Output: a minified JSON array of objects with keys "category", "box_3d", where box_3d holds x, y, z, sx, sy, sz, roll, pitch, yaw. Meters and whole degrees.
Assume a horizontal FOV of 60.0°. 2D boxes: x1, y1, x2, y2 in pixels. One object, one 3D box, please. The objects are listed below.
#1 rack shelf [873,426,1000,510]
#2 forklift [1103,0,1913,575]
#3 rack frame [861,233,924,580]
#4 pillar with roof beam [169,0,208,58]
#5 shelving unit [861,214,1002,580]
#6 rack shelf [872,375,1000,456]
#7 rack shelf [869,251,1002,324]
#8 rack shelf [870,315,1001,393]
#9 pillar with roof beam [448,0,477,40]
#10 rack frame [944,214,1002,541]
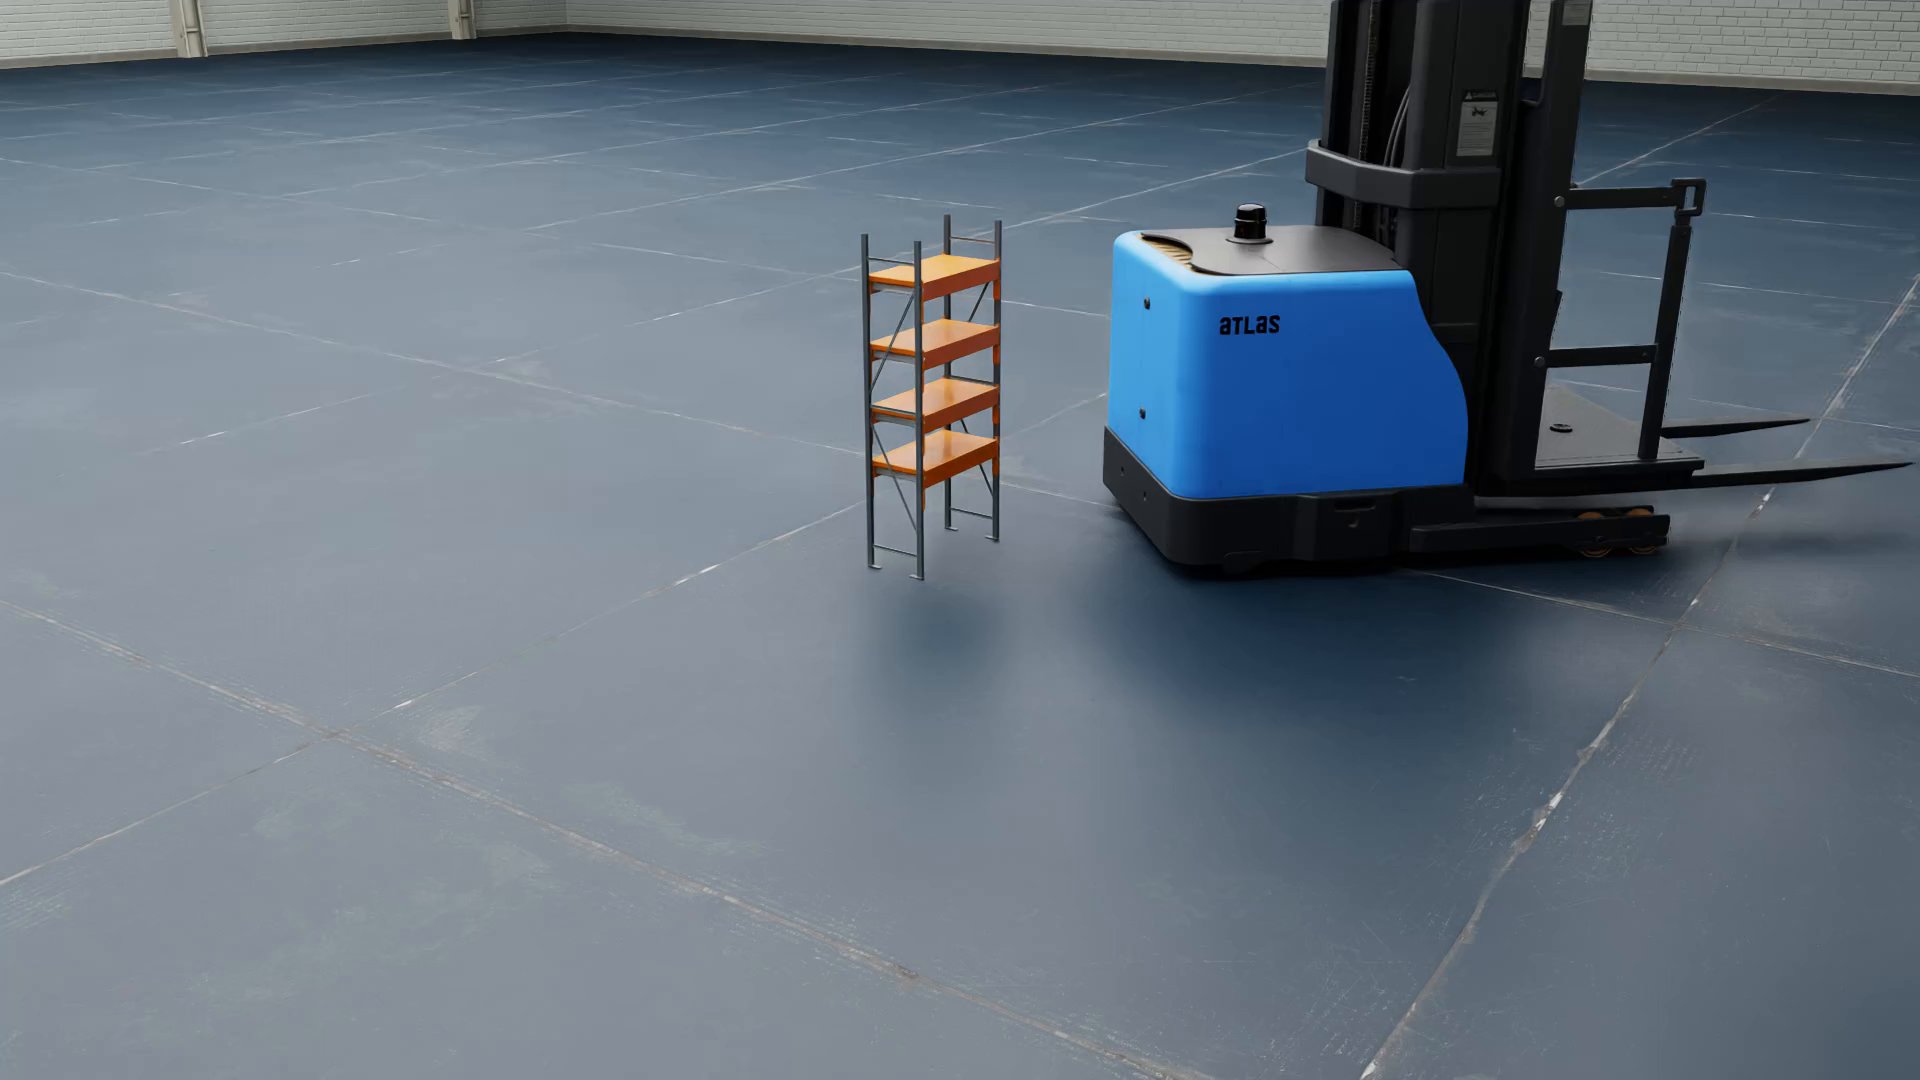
[{"category":"rack shelf","box_3d":[-0.093,-0.266,6.021,0.258,0.148,0.480,13,24,32]},{"category":"forklift","box_3d":[2.141,-1.485,6.054,3.031,2.935,1.130,-4,21,-10]},{"category":"rack frame","box_3d":[-0.230,-0.445,5.739,0.240,1.200,0.015,13,24,32]},{"category":"pillar with roof beam","box_3d":[-9.912,-11.867,25.375,9.100,9.000,0.400,13,24,32]},{"category":"shelving unit","box_3d":[-0.093,-0.515,5.928,0.258,1.200,0.503,13,24,32]},{"category":"rack shelf","box_3d":[-0.093,-0.452,5.952,0.258,0.148,0.480,13,24,32]},{"category":"rack shelf","box_3d":[-0.093,-0.884,5.792,0.258,0.148,0.480,13,24,32]},{"category":"rack shelf","box_3d":[-0.093,-0.662,5.874,0.258,0.148,0.480,13,24,32]},{"category":"pillar with roof beam","box_3d":[-6.539,-13.588,30.029,9.100,9.000,0.400,13,24,32]},{"category":"rack frame","box_3d":[0.044,-0.585,6.118,0.240,1.200,0.015,13,24,32]}]
